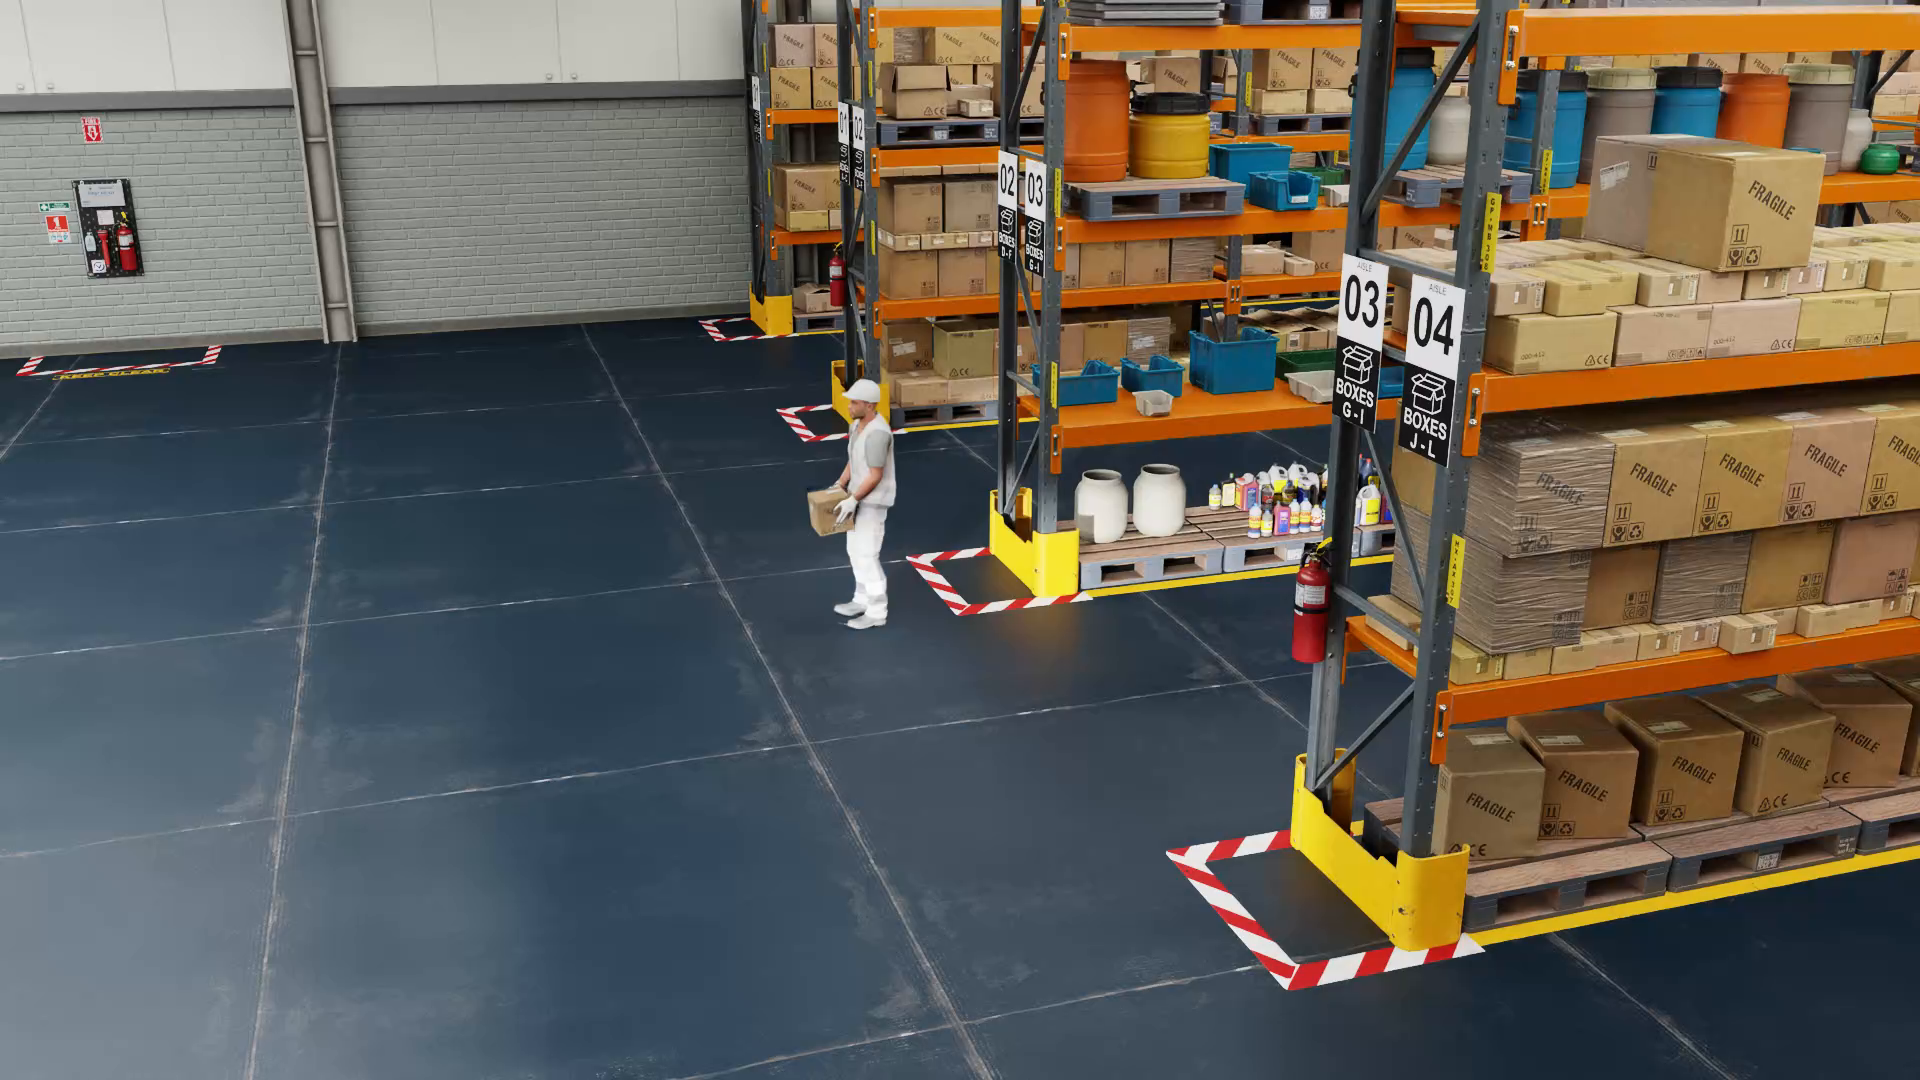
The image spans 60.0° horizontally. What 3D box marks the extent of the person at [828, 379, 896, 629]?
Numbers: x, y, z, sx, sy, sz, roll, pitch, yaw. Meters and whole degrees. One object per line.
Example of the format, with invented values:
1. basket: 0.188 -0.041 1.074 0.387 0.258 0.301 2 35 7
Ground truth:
1. person: -0.703 -0.261 11.779 0.474 1.793 0.533 -6 20 -18
